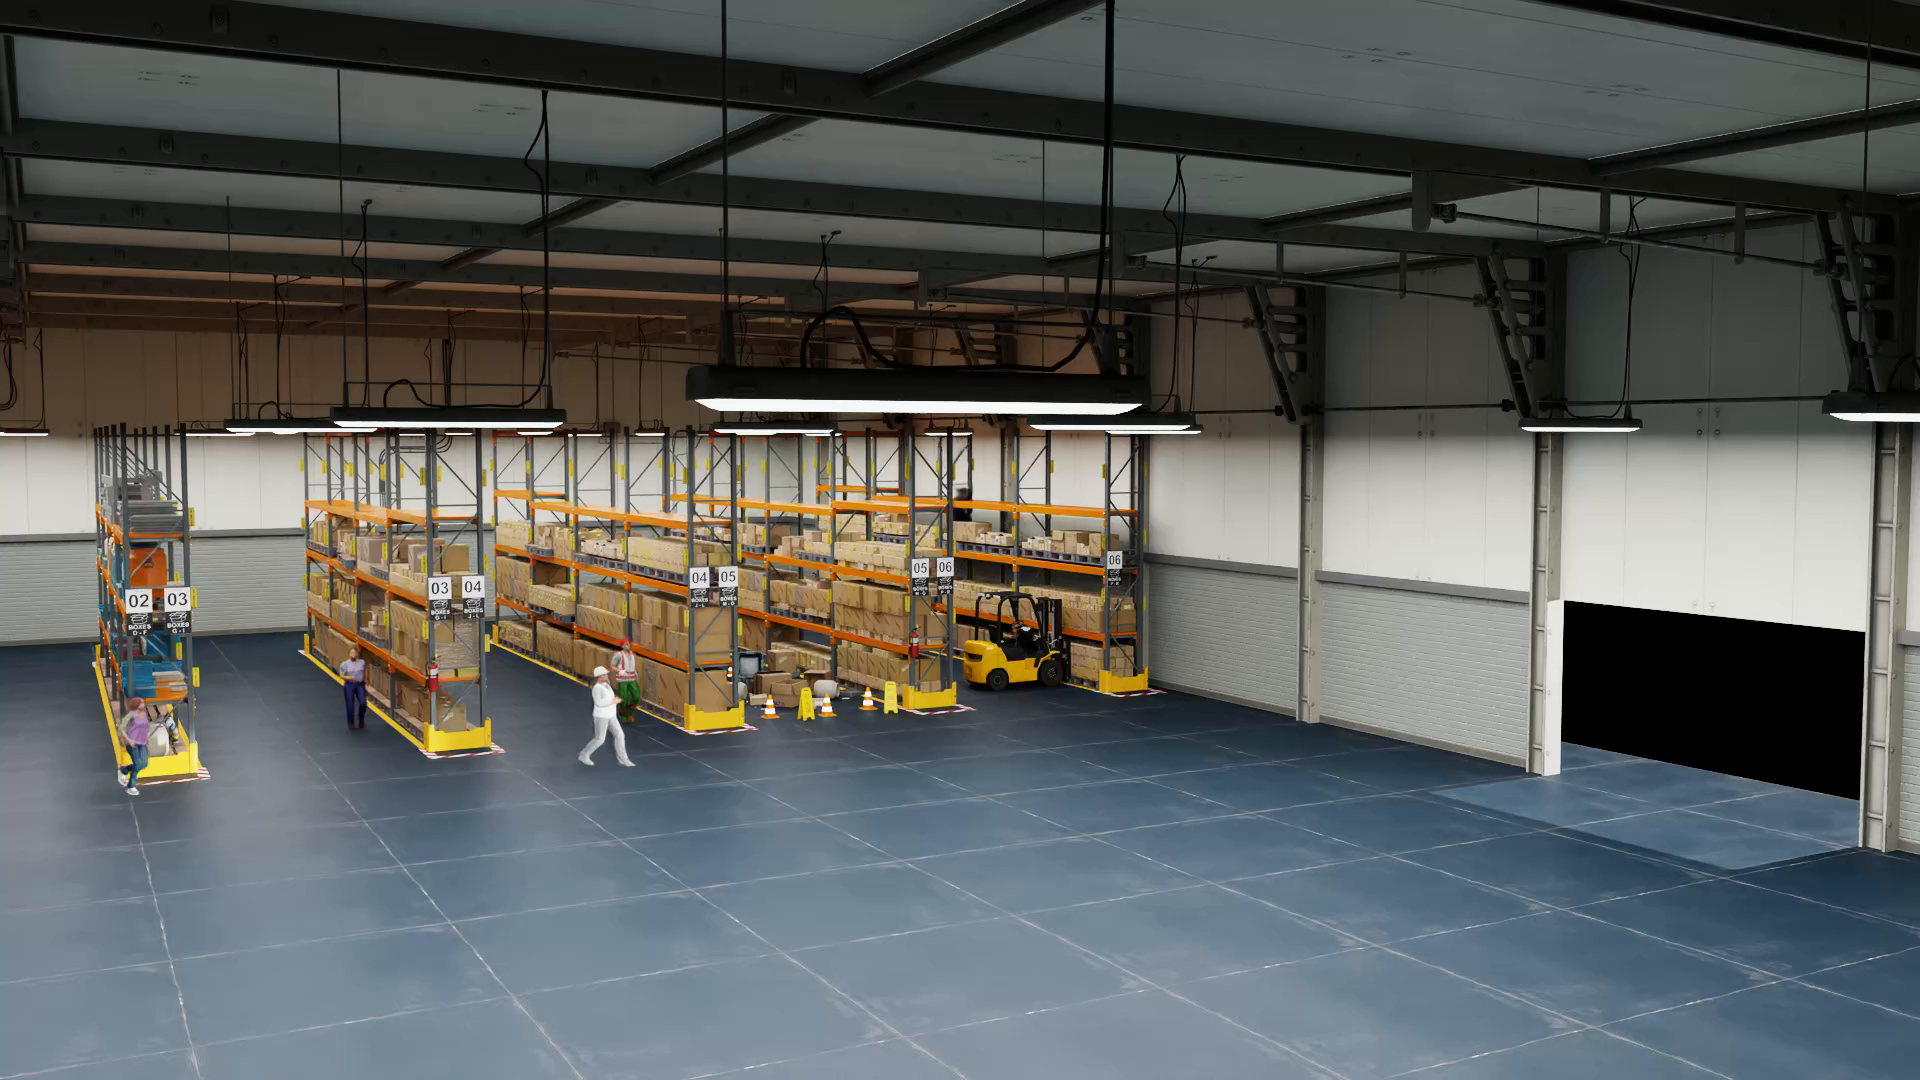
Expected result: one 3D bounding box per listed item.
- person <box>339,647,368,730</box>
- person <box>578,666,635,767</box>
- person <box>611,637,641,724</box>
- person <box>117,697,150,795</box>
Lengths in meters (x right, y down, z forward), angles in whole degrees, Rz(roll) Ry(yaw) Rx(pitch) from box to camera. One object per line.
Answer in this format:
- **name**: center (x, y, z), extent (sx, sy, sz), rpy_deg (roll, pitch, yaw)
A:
- **person**: center (-11.893, 2.935, 32.693), extent (0.579, 1.607, 0.643), rpy_deg (-2, 4, -31)
- **person**: center (-6.155, 3.077, 28.946), extent (0.963, 1.770, 0.664), rpy_deg (1, 4, 13)
- **person**: center (-6.653, 2.821, 33.256), extent (0.657, 1.751, 0.624), rpy_deg (-3, 4, -38)
- **person**: center (-13.438, 3.329, 27.032), extent (0.516, 1.551, 0.585), rpy_deg (1, 4, 15)
